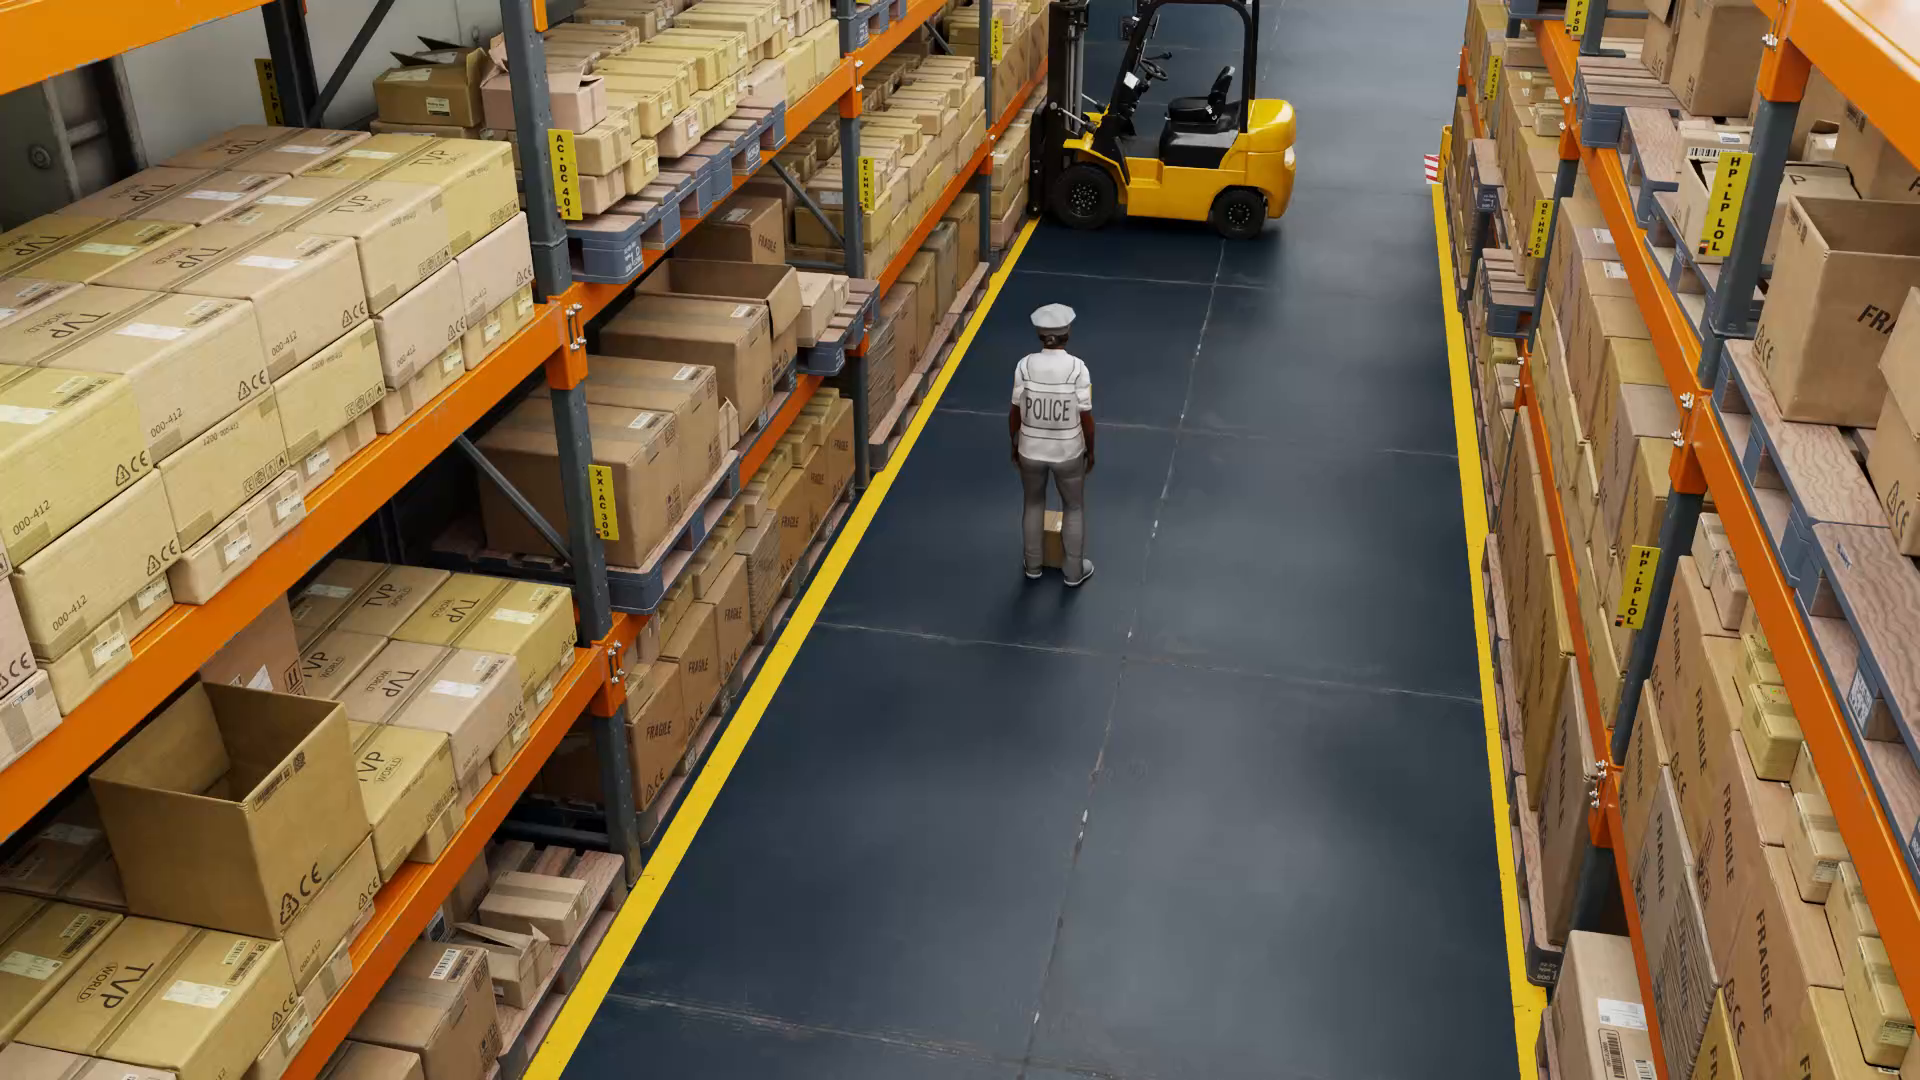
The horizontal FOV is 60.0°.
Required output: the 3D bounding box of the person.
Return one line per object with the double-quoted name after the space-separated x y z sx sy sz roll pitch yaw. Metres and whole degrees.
0.534 -0.514 9.541 0.506 1.658 0.415 6 30 11 "person"
